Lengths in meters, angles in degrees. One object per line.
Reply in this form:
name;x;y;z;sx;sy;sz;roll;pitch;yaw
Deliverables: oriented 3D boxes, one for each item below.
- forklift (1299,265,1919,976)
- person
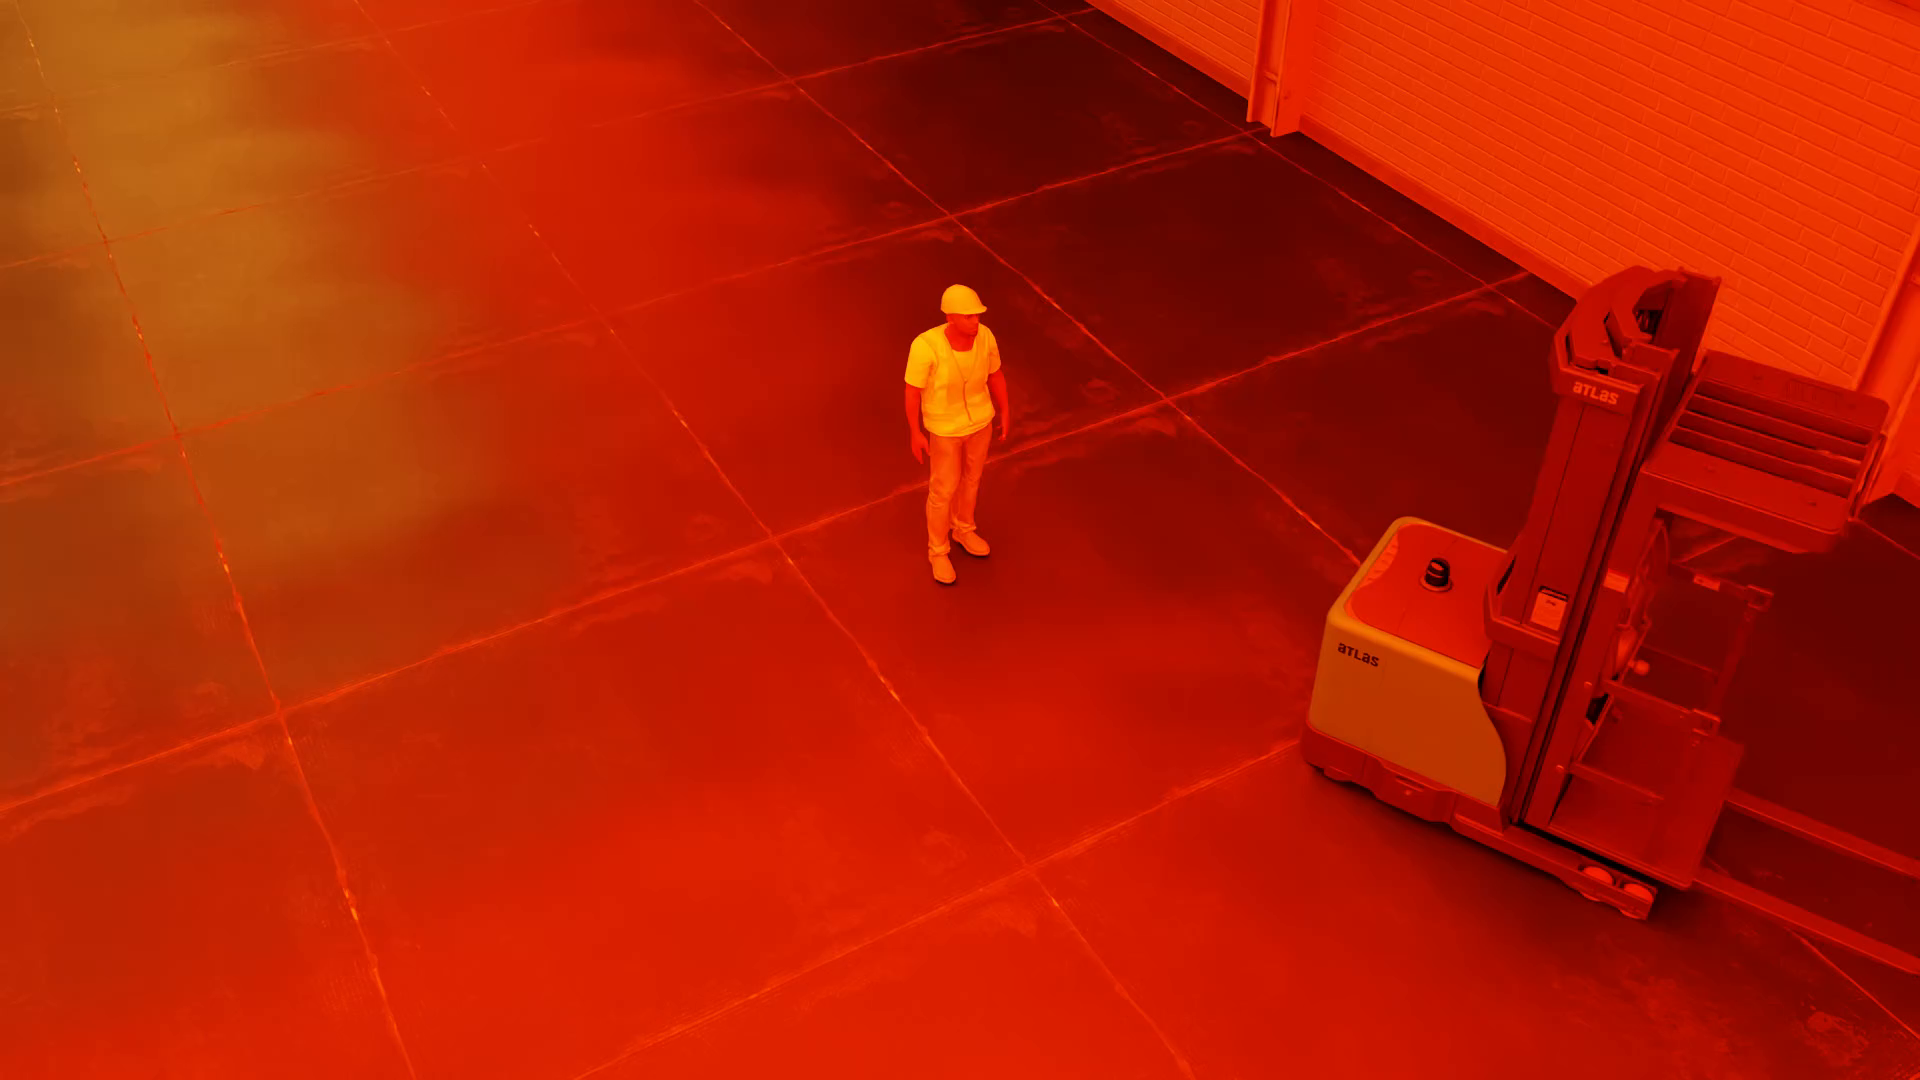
forklift;3.322;0.324;7.646;3.031;2.935;1.130;23;45;25
person;0.029;-0.645;9.715;0.665;1.765;0.577;-20;44;-23
